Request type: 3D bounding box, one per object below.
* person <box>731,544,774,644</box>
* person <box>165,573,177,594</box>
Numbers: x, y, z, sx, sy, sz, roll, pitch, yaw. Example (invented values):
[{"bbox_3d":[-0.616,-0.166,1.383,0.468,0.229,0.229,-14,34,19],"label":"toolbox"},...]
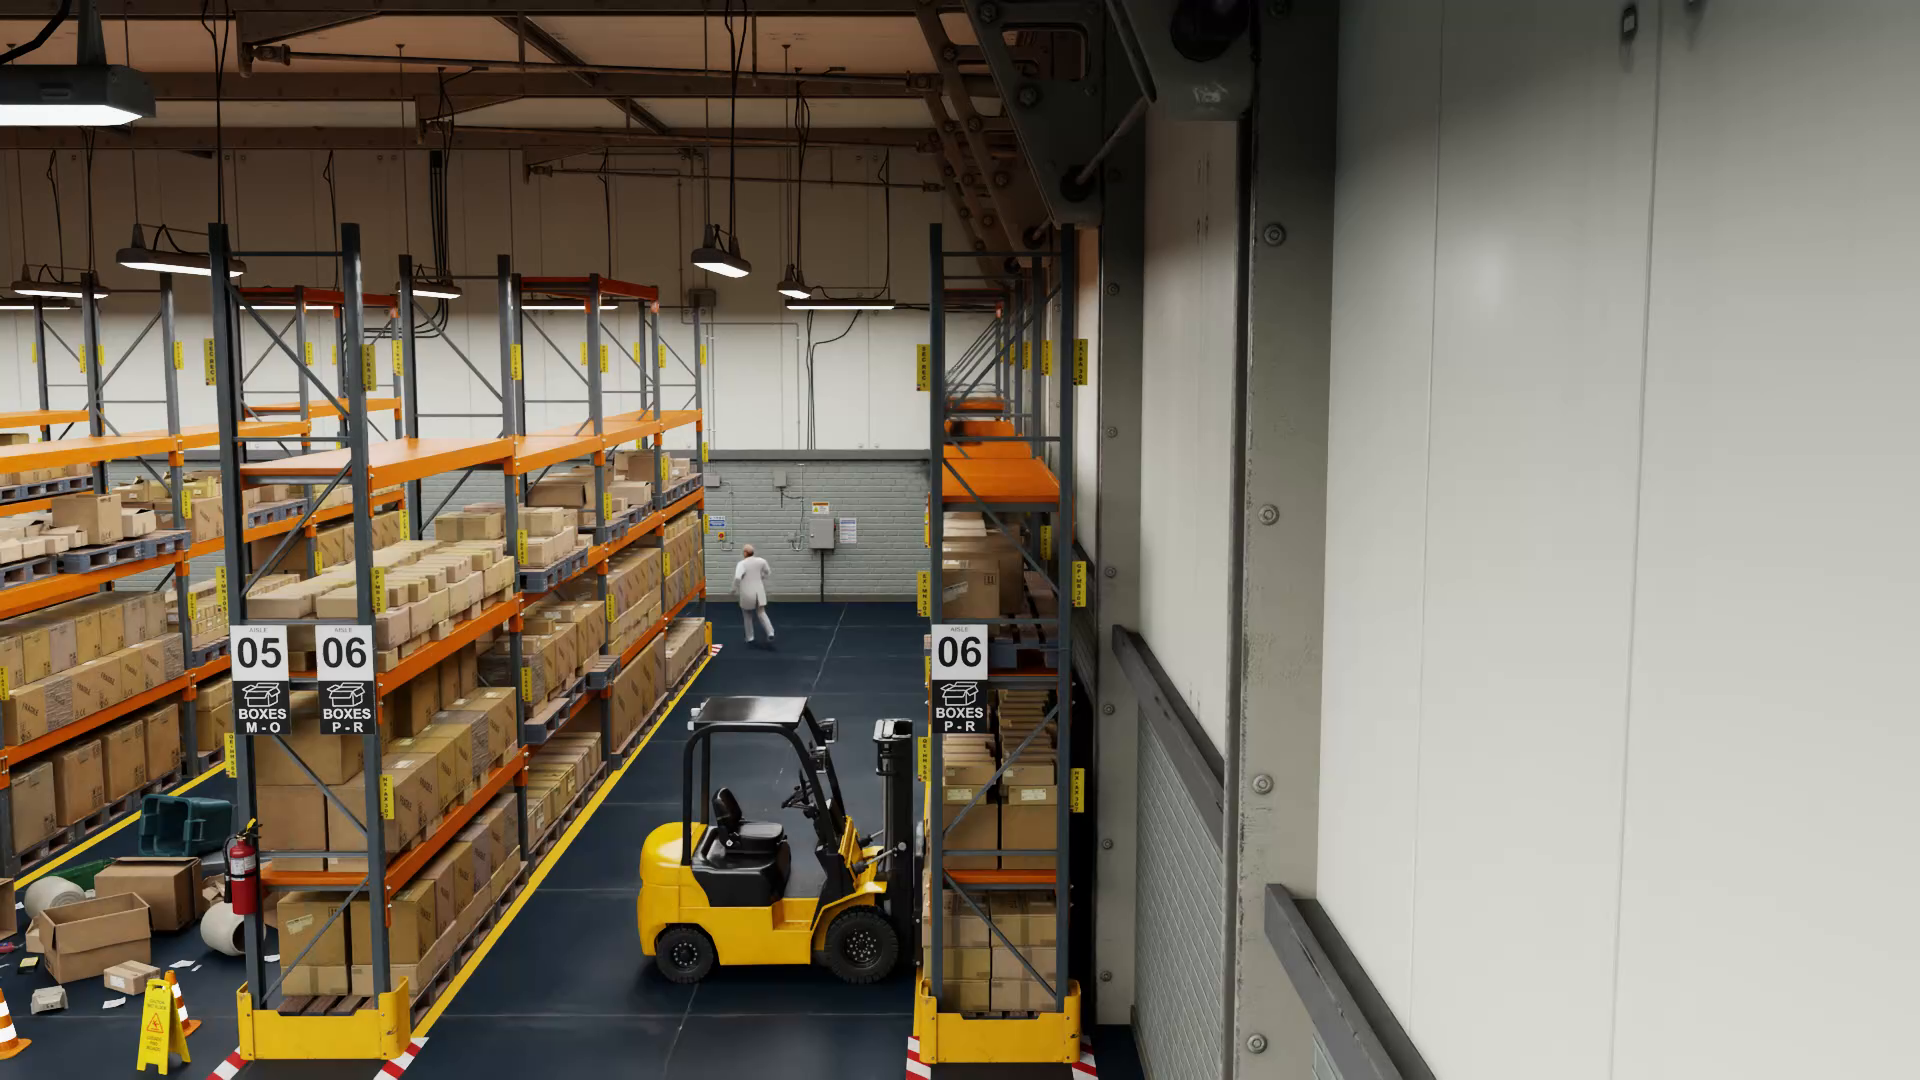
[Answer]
[{"bbox_3d":[-3.619,0.966,28.637,0.777,1.697,0.997,-4,8,-32],"label":"person"},{"bbox_3d":[-12.031,1.335,25.636,0.601,1.667,0.933,-1,7,-5],"label":"person"}]
